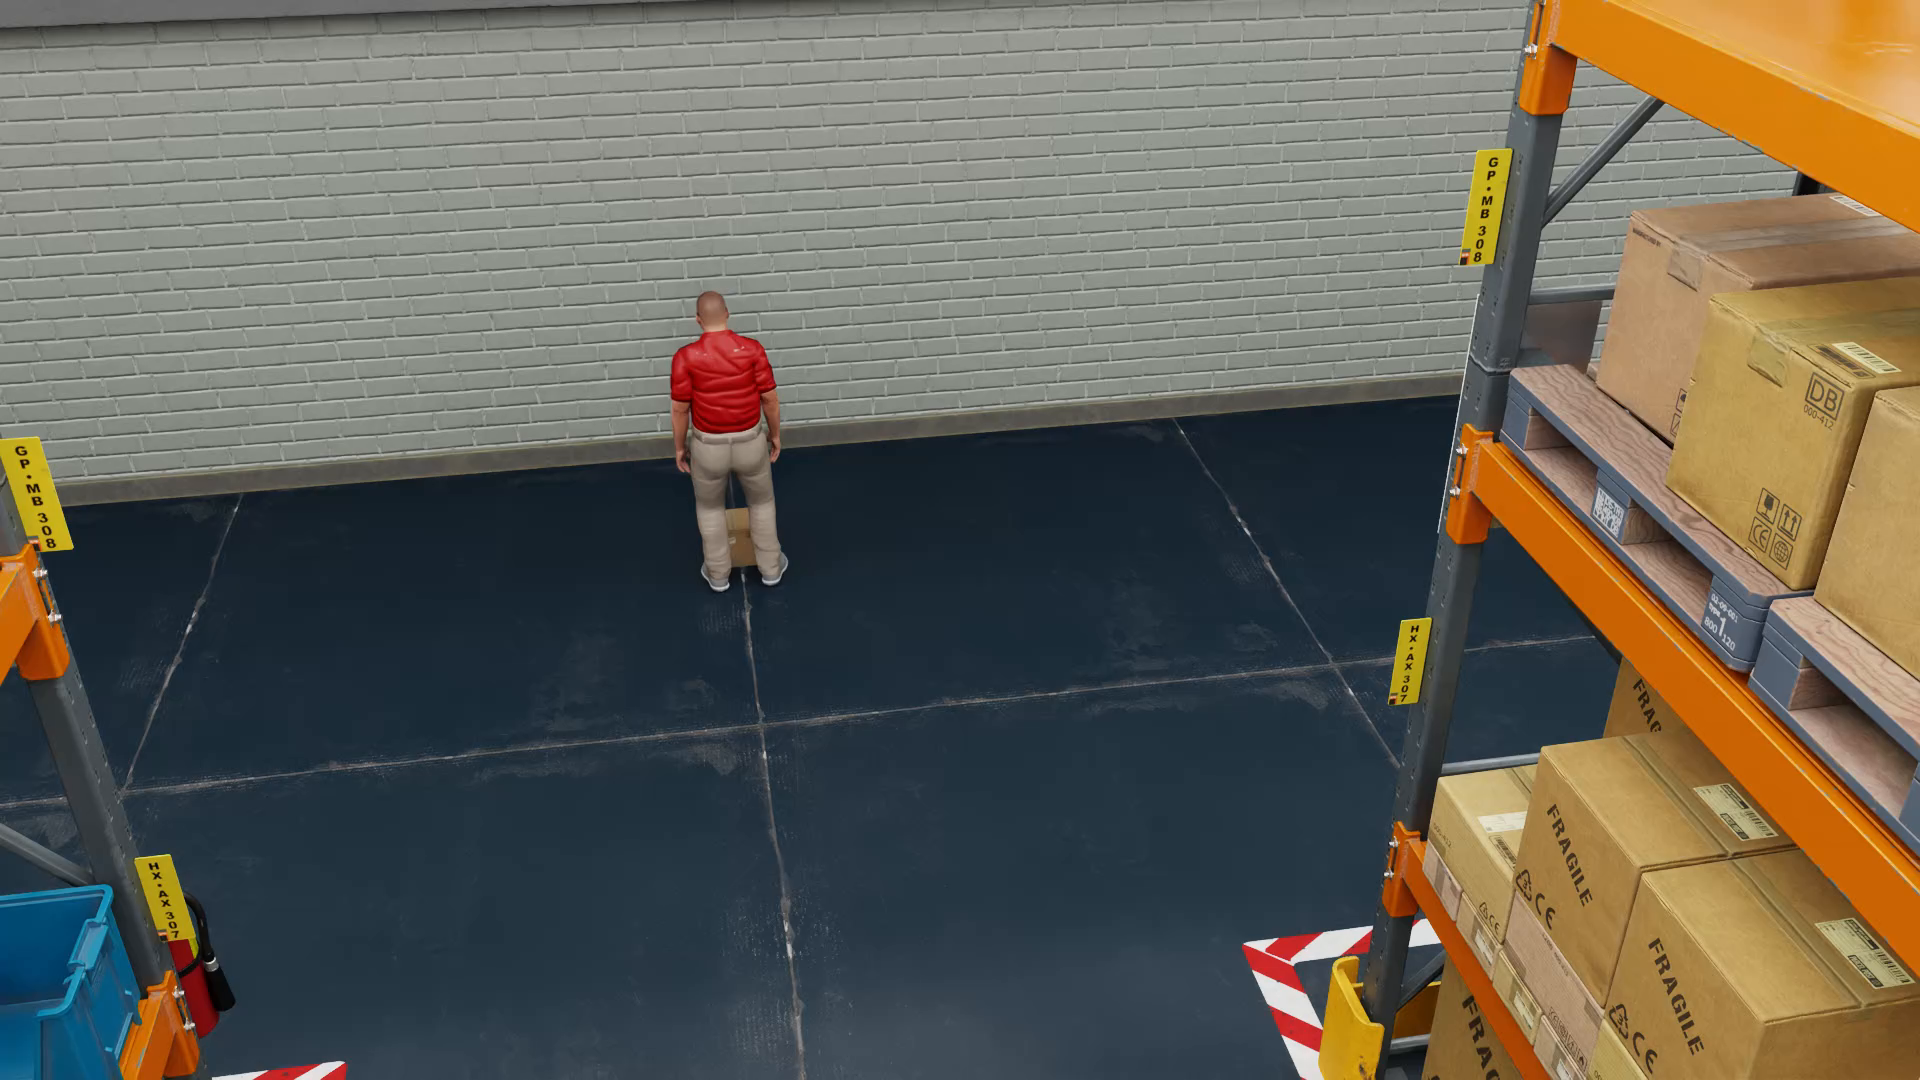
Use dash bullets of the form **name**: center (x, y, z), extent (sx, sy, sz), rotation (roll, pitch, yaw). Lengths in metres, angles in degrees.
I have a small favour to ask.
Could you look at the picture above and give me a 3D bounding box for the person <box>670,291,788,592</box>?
- **person**: center (-1.259, -0.520, 9.035), extent (0.590, 1.725, 0.392), rotation (-7, 31, -11)
